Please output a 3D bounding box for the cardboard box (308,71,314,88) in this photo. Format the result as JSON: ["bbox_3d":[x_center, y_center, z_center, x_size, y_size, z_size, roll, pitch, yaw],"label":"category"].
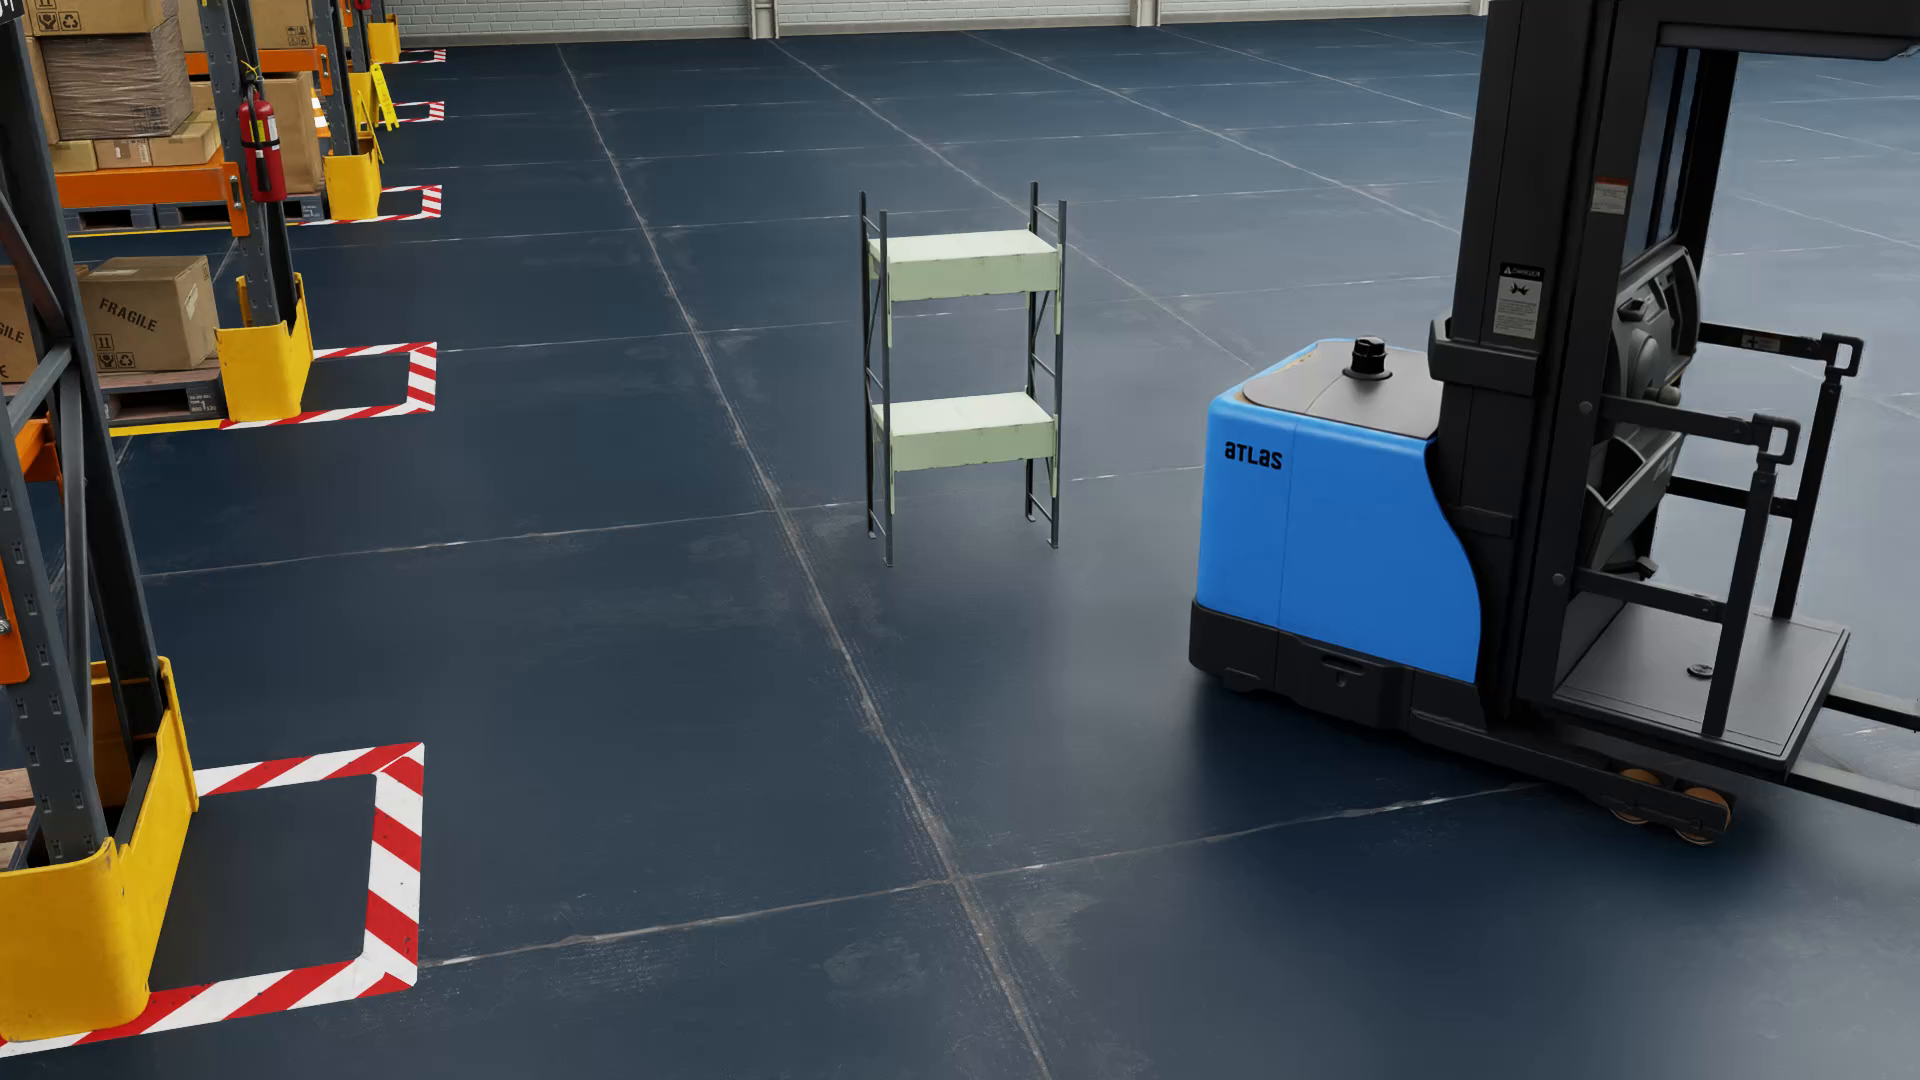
[{"bbox_3d":[-7.257,-4.944,17.922,0.500,0.250,0.500,-7,24,-15],"label":"cardboard box"}]

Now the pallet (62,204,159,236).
[{"bbox_3d":[-6.893,-2.602,13.046,1.213,0.211,1.003,-6,24,-14],"label":"pallet"}]

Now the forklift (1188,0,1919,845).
[{"bbox_3d":[2.327,-0.655,5.060,3.031,2.935,1.130,16,28,32],"label":"forklift"}]

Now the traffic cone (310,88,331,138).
[{"bbox_3d":[-6.472,-4.294,16.670,0.334,0.463,0.336,-6,24,-14],"label":"traffic cone"}]

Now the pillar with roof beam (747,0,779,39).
[{"bbox_3d":[-1.724,-9.909,18.931,0.400,9.000,9.100,-6,24,-14],"label":"pillar with roof beam"}]

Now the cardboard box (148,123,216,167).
[{"bbox_3d":[-3.948,-2.009,8.446,0.250,0.149,0.380,-6,24,-14],"label":"cardboard box"}]

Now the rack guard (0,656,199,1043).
[{"bbox_3d":[-2.452,0.822,4.700,0.348,0.500,1.175,-6,24,-14],"label":"rack guard"}]

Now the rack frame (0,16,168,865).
[{"bbox_3d":[-2.391,-0.352,4.267,0.127,3.000,1.000,-6,24,-14],"label":"rack frame"}]

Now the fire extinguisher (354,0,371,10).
[{"bbox_3d":[-6.171,-5.797,17.054,0.183,0.674,0.296,-6,24,-14],"label":"fire extinguisher"}]

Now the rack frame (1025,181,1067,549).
[{"bbox_3d":[0.359,-0.729,7.047,0.023,1.500,0.400,-6,24,-14],"label":"rack frame"}]

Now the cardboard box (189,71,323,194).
[{"bbox_3d":[-5.607,-3.246,13.173,0.875,0.875,0.875,-6,24,-14],"label":"cardboard box"}]

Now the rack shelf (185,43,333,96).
[{"bbox_3d":[-6.897,-3.583,12.709,4.000,0.370,1.077,-6,24,-14],"label":"rack shelf"}]

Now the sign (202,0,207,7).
[{"bbox_3d":[-3.598,-2.697,7.863,0.005,0.325,0.100,-6,24,-14],"label":"sign"}]

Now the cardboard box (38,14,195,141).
[{"bbox_3d":[-4.266,-2.367,8.459,0.500,0.500,0.875,-6,24,-14],"label":"cardboard box"}]

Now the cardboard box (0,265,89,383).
[{"bbox_3d":[-4.901,-1.140,8.741,0.500,0.500,0.500,0,23,0],"label":"cardboard box"}]

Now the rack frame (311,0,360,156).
[{"bbox_3d":[-4.972,-4.127,13.063,0.127,3.000,1.000,-6,24,-14],"label":"rack frame"}]

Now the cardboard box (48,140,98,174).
[{"bbox_3d":[-4.415,-1.936,8.277,0.250,0.149,0.380,-6,24,-14],"label":"cardboard box"}]

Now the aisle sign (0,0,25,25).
[{"bbox_3d":[-2.401,-1.666,4.032,0.004,0.787,0.394,-6,24,-14],"label":"aisle sign"}]

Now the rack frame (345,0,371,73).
[{"bbox_3d":[-6.406,-5.995,17.418,0.127,3.000,1.000,-6,24,-14],"label":"rack frame"}]

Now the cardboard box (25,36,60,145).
[{"bbox_3d":[-4.715,-2.268,8.229,0.500,0.500,0.875,-6,24,-14],"label":"cardboard box"}]

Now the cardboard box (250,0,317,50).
[{"bbox_3d":[-5.317,-4.139,12.902,0.550,0.550,0.875,-6,24,-14],"label":"cardboard box"}]

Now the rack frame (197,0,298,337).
[{"bbox_3d":[-3.729,-2.233,8.650,0.127,3.000,1.000,-6,24,-14],"label":"rack frame"}]

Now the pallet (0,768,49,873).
[{"bbox_3d":[-3.235,1.040,4.560,1.213,0.211,1.003,-6,24,-14],"label":"pallet"}]

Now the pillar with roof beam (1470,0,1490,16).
[{"bbox_3d":[9.829,-11.187,21.910,0.400,9.000,9.100,-6,24,-14],"label":"pillar with roof beam"}]

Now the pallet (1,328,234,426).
[{"bbox_3d":[-4.594,-0.870,9.010,1.213,0.211,1.003,-6,24,-14],"label":"pallet"}]

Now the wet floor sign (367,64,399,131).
[{"bbox_3d":[-5.934,-4.527,16.983,0.232,0.644,0.267,2,23,4],"label":"wet floor sign"}]

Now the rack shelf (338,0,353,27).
[{"bbox_3d":[-8.332,-5.452,17.063,4.000,0.370,1.077,-6,24,-14],"label":"rack shelf"}]

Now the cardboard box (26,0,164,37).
[{"bbox_3d":[-4.192,-2.723,8.019,0.500,0.500,0.500,-6,24,-14],"label":"cardboard box"}]

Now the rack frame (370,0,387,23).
[{"bbox_3d":[-7.750,-7.879,21.809,0.127,3.000,1.000,-6,24,-14],"label":"rack frame"}]

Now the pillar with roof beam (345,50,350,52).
[{"bbox_3d":[-7.501,-9.270,17.442,0.400,9.000,9.100,-6,24,-14],"label":"pillar with roof beam"}]

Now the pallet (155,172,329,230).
[{"bbox_3d":[-5.720,-2.730,13.345,1.213,0.211,1.003,-6,24,-14],"label":"pallet"}]

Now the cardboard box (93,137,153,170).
[{"bbox_3d":[-4.189,-1.982,8.384,0.250,0.149,0.380,-6,24,-14],"label":"cardboard box"}]

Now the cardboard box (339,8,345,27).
[{"bbox_3d":[-8.135,-6.868,21.772,0.500,0.250,0.500,-7,24,-15],"label":"cardboard box"}]

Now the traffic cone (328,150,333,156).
[{"bbox_3d":[-5.844,-3.909,15.772,0.334,0.463,0.336,-6,24,-14],"label":"traffic cone"}]

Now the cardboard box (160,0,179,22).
[{"bbox_3d":[-4.332,-2.920,8.479,0.500,0.500,0.500,-6,24,-14],"label":"cardboard box"}]

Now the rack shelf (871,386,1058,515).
[{"bbox_3d":[0.006,-0.390,7.084,0.720,0.370,0.431,-6,24,-14],"label":"rack shelf"}]

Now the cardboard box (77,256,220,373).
[{"bbox_3d":[-4.335,-1.217,8.919,0.500,0.500,0.500,-2,23,-5],"label":"cardboard box"}]

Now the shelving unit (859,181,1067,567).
[{"bbox_3d":[0.006,-0.690,6.956,0.755,1.500,0.431,-6,24,-14],"label":"shelving unit"}]

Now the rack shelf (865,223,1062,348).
[{"bbox_3d":[0.006,-1.049,6.802,0.720,0.370,0.431,-6,24,-14],"label":"rack shelf"}]

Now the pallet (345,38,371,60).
[{"bbox_3d":[-8.475,-6.501,22.132,1.213,0.211,1.003,-6,24,-14],"label":"pallet"}]

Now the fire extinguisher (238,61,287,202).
[{"bbox_3d":[-3.494,-2.034,8.285,0.183,0.674,0.296,-6,24,-14],"label":"fire extinguisher"}]

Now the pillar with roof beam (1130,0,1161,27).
[{"bbox_3d":[4.053,-10.548,20.420,0.400,9.000,9.100,-6,24,-14],"label":"pillar with roof beam"}]

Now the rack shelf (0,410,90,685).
[{"bbox_3d":[-4.317,0.191,3.913,4.000,0.370,1.077,-6,24,-14],"label":"rack shelf"}]

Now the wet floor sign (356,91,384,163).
[{"bbox_3d":[-5.479,-3.800,15.287,0.232,0.644,0.267,-11,25,-23],"label":"wet floor sign"}]

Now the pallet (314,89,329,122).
[{"bbox_3d":[-7.271,-4.633,17.779,1.213,0.211,1.003,-6,24,-14],"label":"pallet"}]

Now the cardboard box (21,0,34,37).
[{"bbox_3d":[-4.672,-2.667,7.890,0.500,0.500,0.500,-6,24,-14],"label":"cardboard box"}]

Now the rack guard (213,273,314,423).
[{"bbox_3d":[-3.802,-1.076,9.124,0.348,0.500,1.175,-6,24,-14],"label":"rack guard"}]

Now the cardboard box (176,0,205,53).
[{"bbox_3d":[-5.840,-4.072,12.746,0.550,0.550,0.875,-6,24,-14],"label":"cardboard box"}]

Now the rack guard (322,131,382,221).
[{"bbox_3d":[-4.948,-2.980,13.562,0.348,0.500,1.175,-6,24,-14],"label":"rack guard"}]

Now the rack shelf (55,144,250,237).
[{"bbox_3d":[-5.655,-1.689,8.295,4.000,0.370,1.077,-6,24,-14],"label":"rack shelf"}]

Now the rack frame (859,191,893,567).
[{"bbox_3d":[-0.346,-0.651,6.865,0.023,1.500,0.400,-6,24,-14],"label":"rack frame"}]

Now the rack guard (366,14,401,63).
[{"bbox_3d":[-7.727,-6.733,22.308,0.348,0.500,1.175,-6,24,-14],"label":"rack guard"}]

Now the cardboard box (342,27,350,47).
[{"bbox_3d":[-8.117,-6.639,21.872,0.500,0.250,0.500,-6,24,-14],"label":"cardboard box"}]

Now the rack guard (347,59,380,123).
[{"bbox_3d":[-6.479,-4.838,17.892,0.348,0.500,1.175,-6,24,-14],"label":"rack guard"}]

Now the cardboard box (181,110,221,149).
[{"bbox_3d":[-4.068,-2.177,8.839,0.250,0.149,0.380,-6,24,-14],"label":"cardboard box"}]
